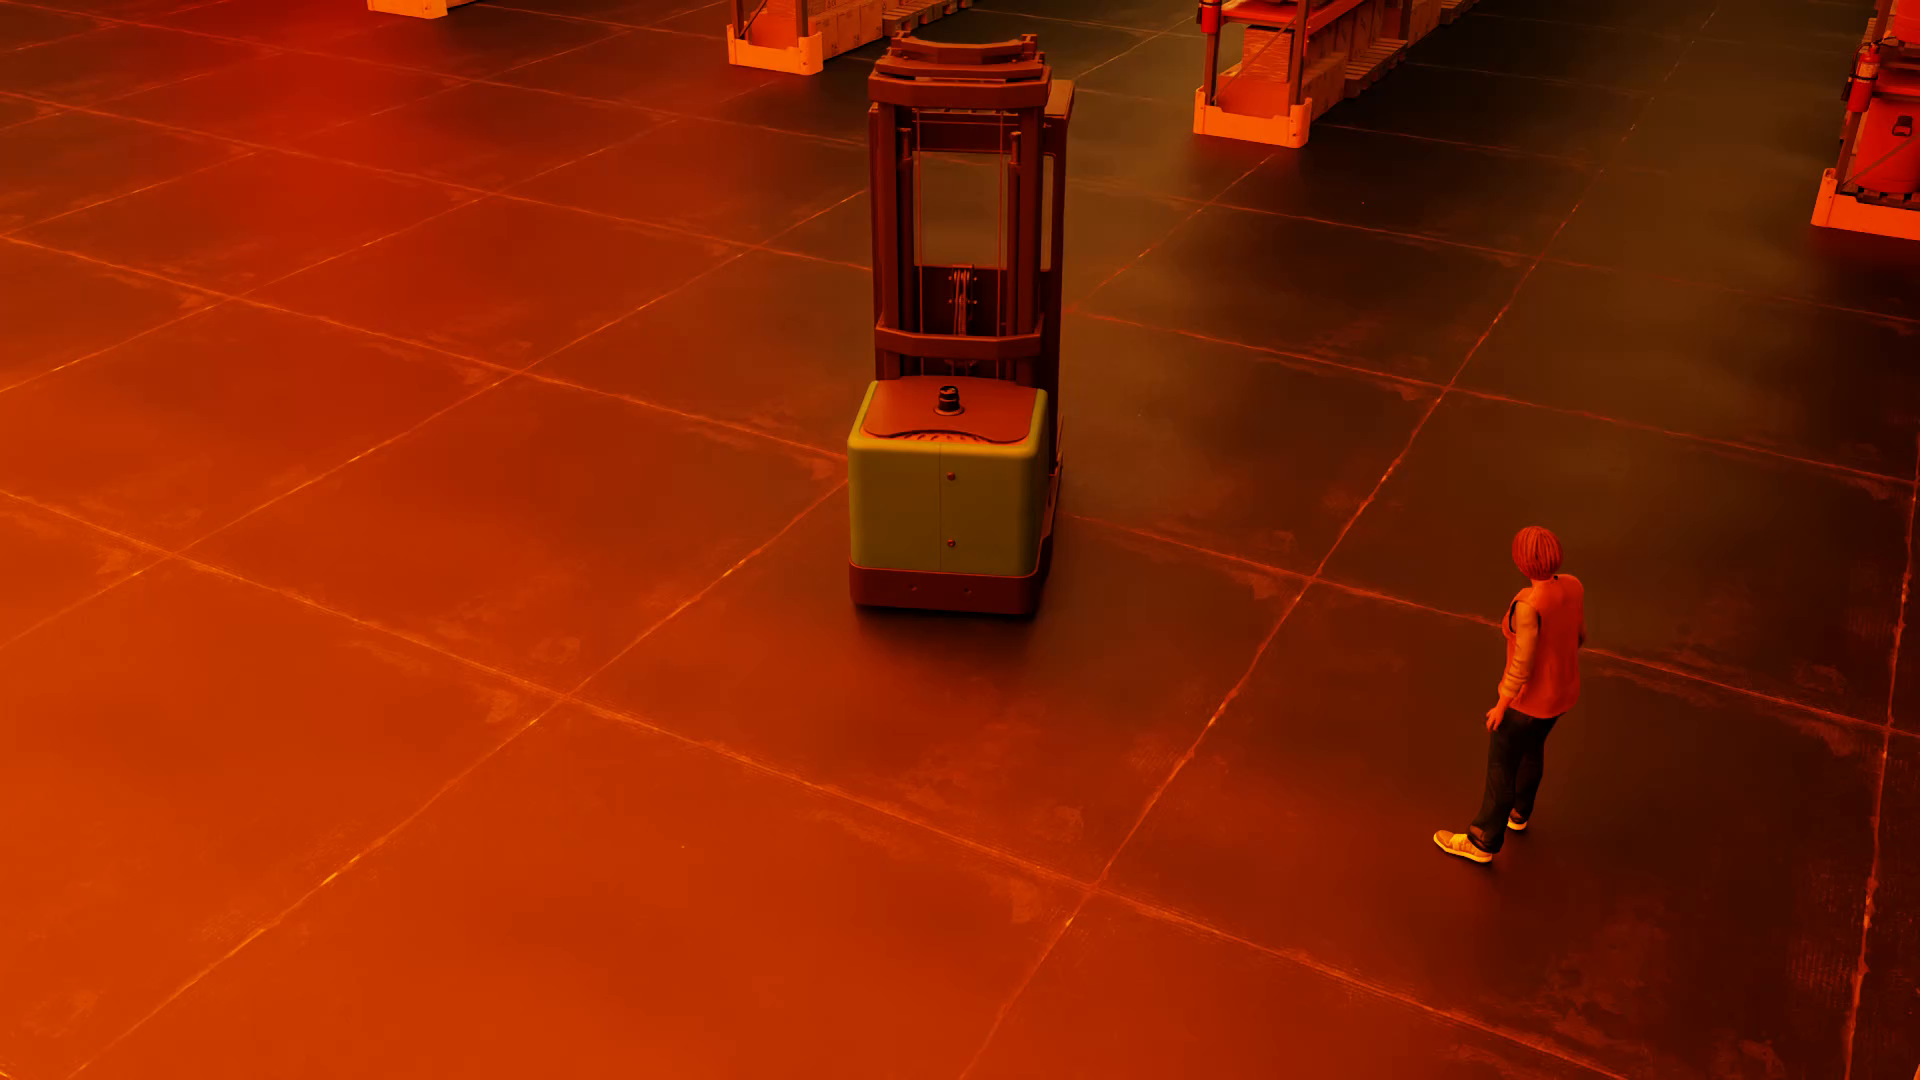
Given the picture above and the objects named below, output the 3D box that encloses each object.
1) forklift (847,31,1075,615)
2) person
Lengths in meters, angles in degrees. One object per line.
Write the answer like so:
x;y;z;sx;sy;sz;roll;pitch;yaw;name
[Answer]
0.072;-1.572;9.794;1.130;2.935;3.031;3;30;6;forklift
2.458;0.678;7.241;0.549;1.596;0.391;-20;36;-31;person
